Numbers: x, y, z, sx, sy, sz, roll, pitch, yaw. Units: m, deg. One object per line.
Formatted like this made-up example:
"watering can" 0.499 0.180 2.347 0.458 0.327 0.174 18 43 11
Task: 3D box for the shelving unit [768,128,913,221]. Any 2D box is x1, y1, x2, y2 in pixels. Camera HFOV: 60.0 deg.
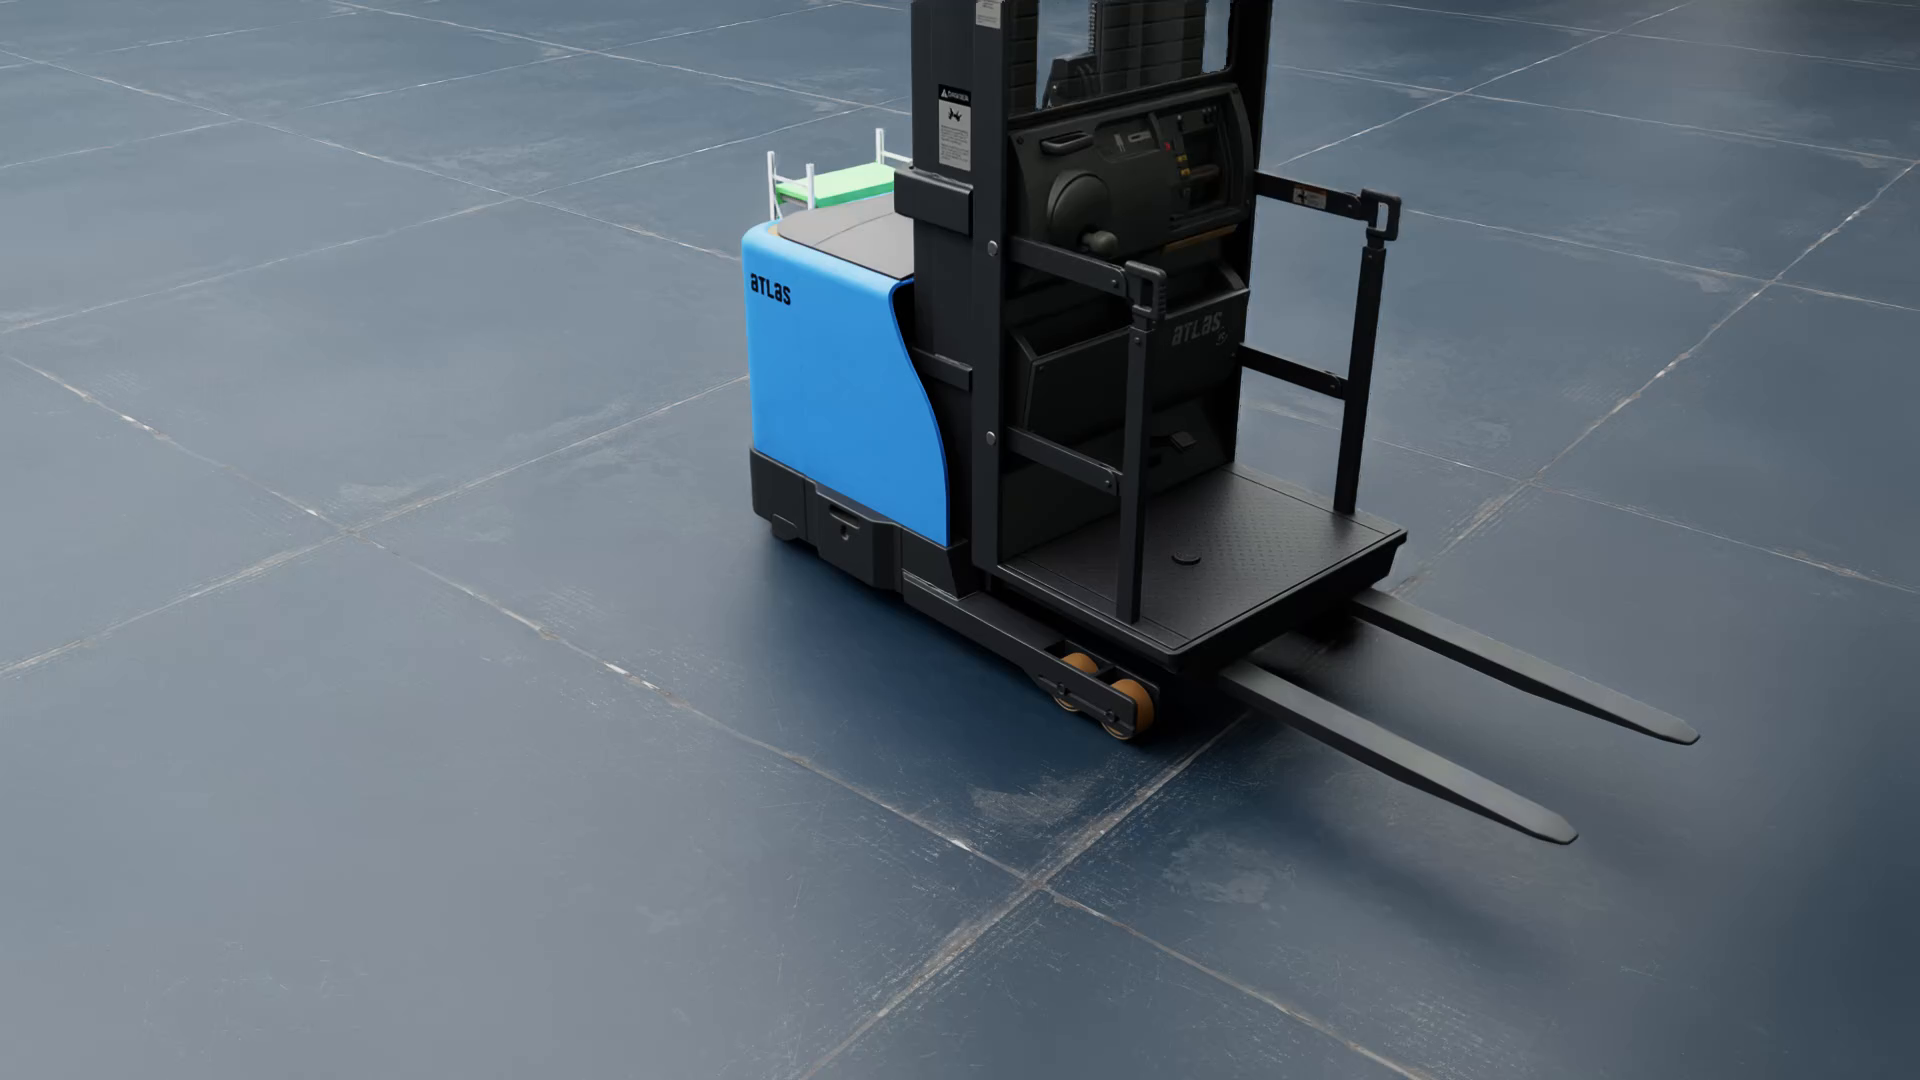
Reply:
"shelving unit" -0.396 -0.839 6.065 0.503 1.200 0.258 -23 35 -37

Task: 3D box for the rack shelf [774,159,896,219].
"rack shelf" -0.396 -1.208 5.874 0.480 0.148 0.258 -23 35 -37

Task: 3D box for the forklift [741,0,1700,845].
"forklift" 0.642 -1.008 4.509 1.130 2.935 3.031 -23 35 -37

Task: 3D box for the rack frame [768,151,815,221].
"rack frame" -0.576 -0.763 5.919 0.015 1.200 0.240 -23 35 -37

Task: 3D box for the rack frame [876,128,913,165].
"rack frame" -0.216 -0.914 6.212 0.015 1.200 0.240 -23 35 -37
